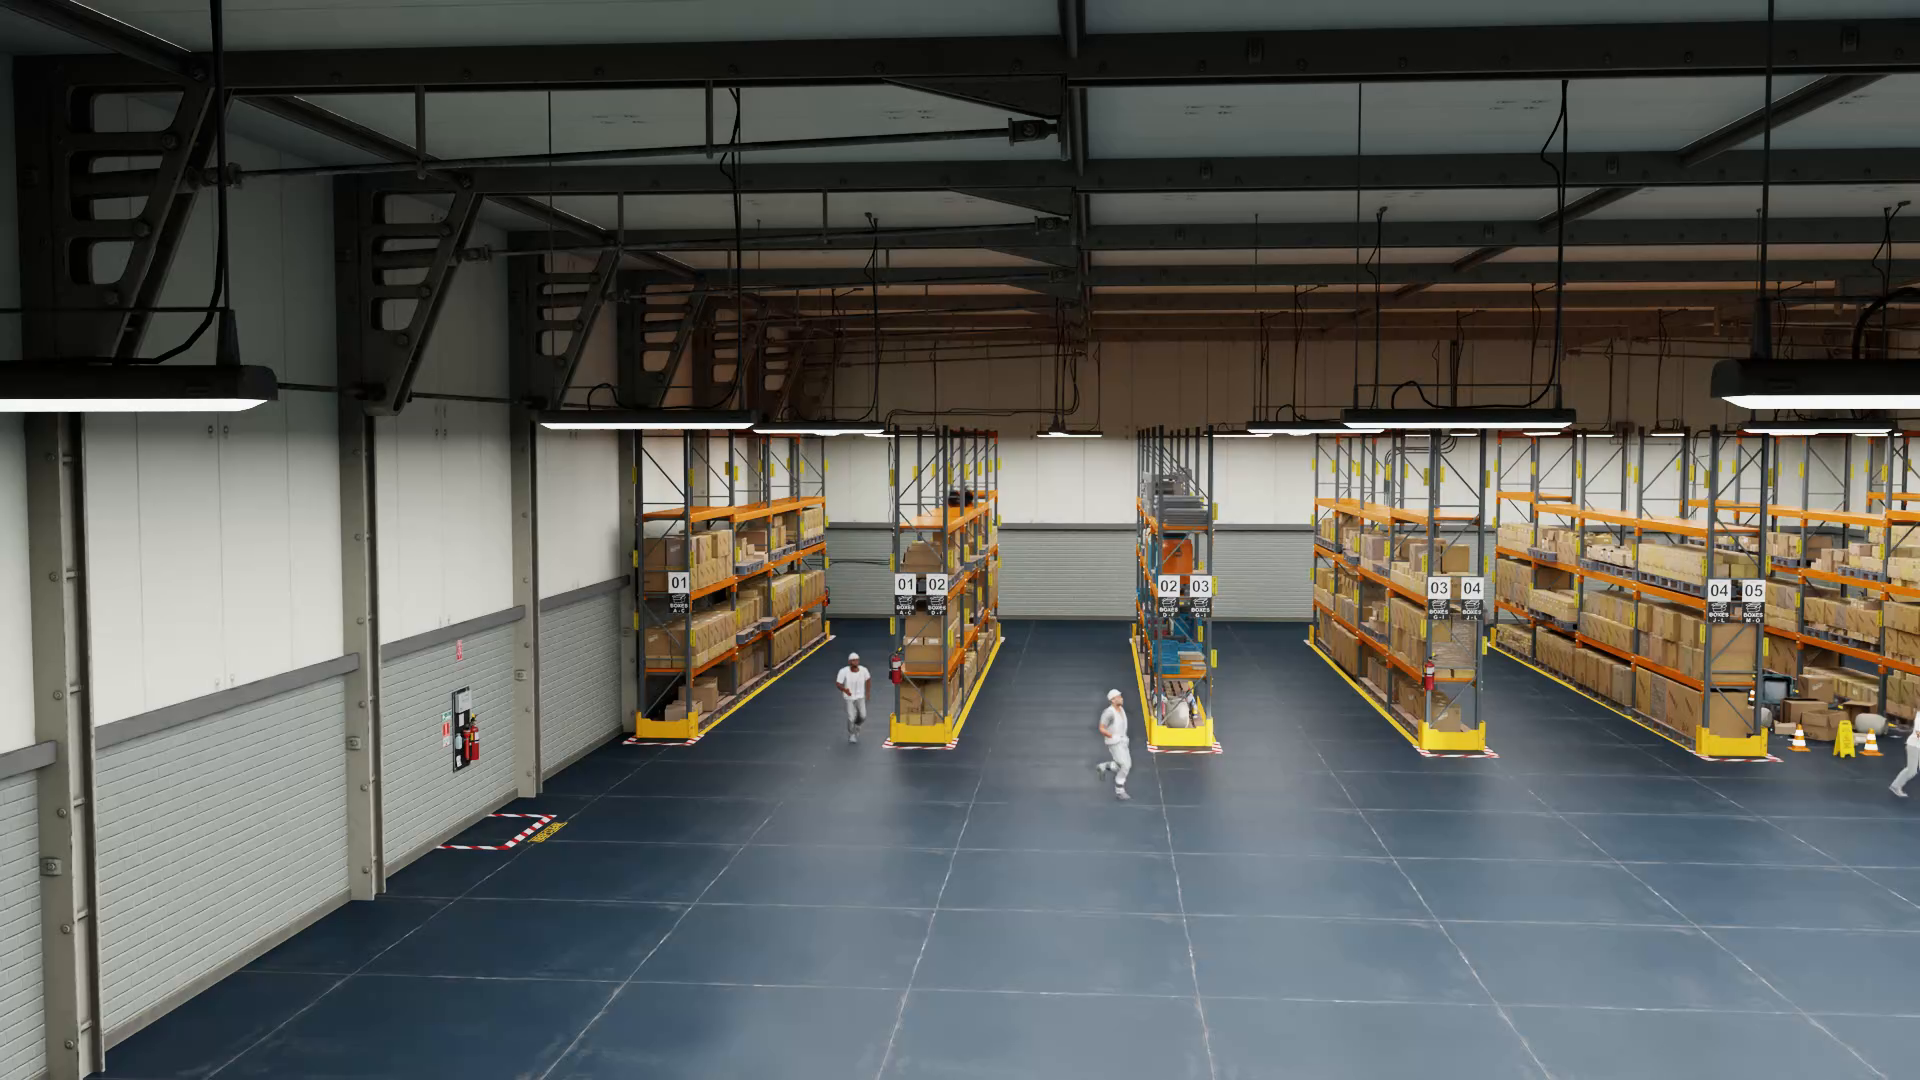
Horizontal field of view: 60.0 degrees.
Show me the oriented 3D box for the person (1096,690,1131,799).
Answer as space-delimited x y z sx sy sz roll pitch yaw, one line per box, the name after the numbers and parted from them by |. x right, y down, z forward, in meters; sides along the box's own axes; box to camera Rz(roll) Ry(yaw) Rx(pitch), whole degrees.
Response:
2.476 3.260 26.650 0.609 1.735 0.688 2 4 31 | person

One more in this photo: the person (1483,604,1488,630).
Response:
13.413 2.269 43.271 0.669 1.726 0.949 1 3 9 | person

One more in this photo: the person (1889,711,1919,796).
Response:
15.178 3.322 26.315 0.626 1.702 0.828 -3 4 -40 | person

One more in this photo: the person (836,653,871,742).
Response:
-1.982 2.983 31.434 0.702 1.709 0.616 -1 4 -17 | person
